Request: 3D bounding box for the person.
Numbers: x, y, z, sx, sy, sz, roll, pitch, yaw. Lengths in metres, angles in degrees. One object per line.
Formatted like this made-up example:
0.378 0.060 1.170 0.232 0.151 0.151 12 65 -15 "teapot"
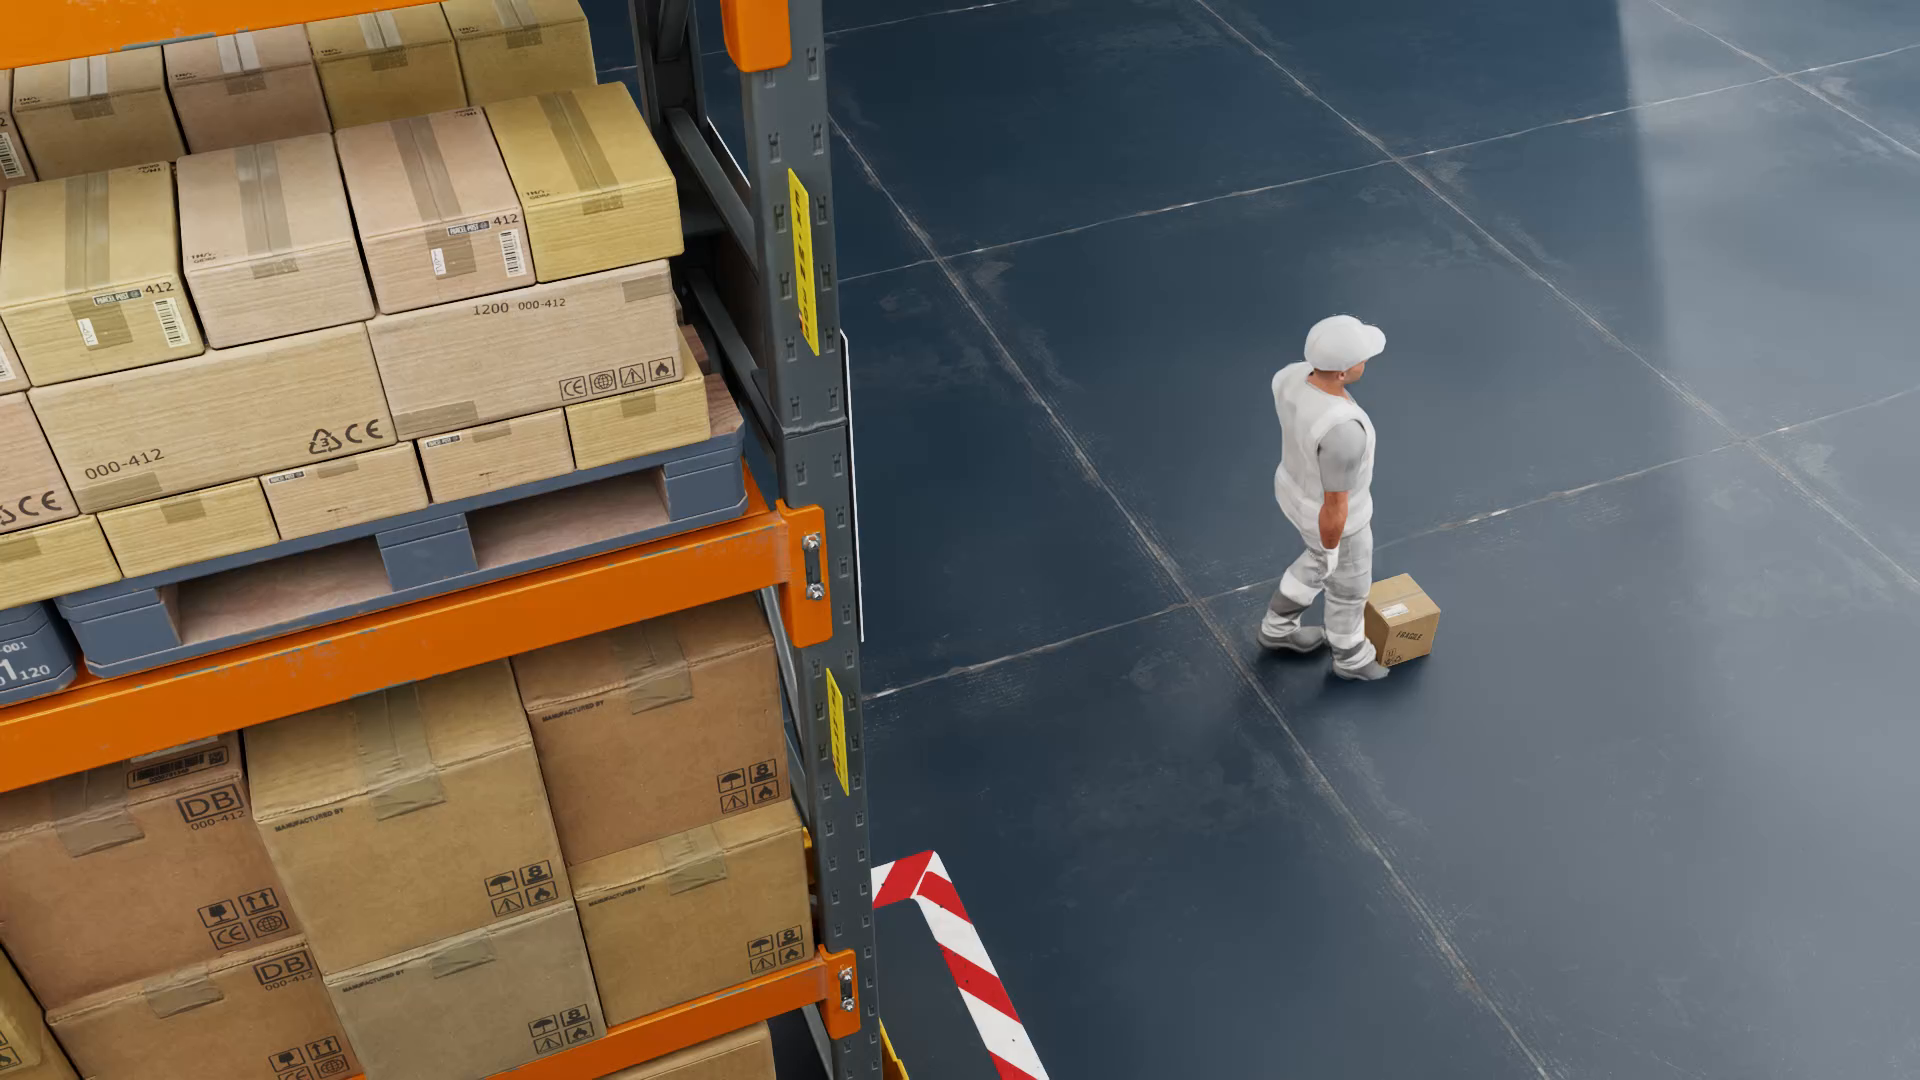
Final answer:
1.474 -0.126 6.325 0.648 1.839 0.577 -12 43 -13 "person"
